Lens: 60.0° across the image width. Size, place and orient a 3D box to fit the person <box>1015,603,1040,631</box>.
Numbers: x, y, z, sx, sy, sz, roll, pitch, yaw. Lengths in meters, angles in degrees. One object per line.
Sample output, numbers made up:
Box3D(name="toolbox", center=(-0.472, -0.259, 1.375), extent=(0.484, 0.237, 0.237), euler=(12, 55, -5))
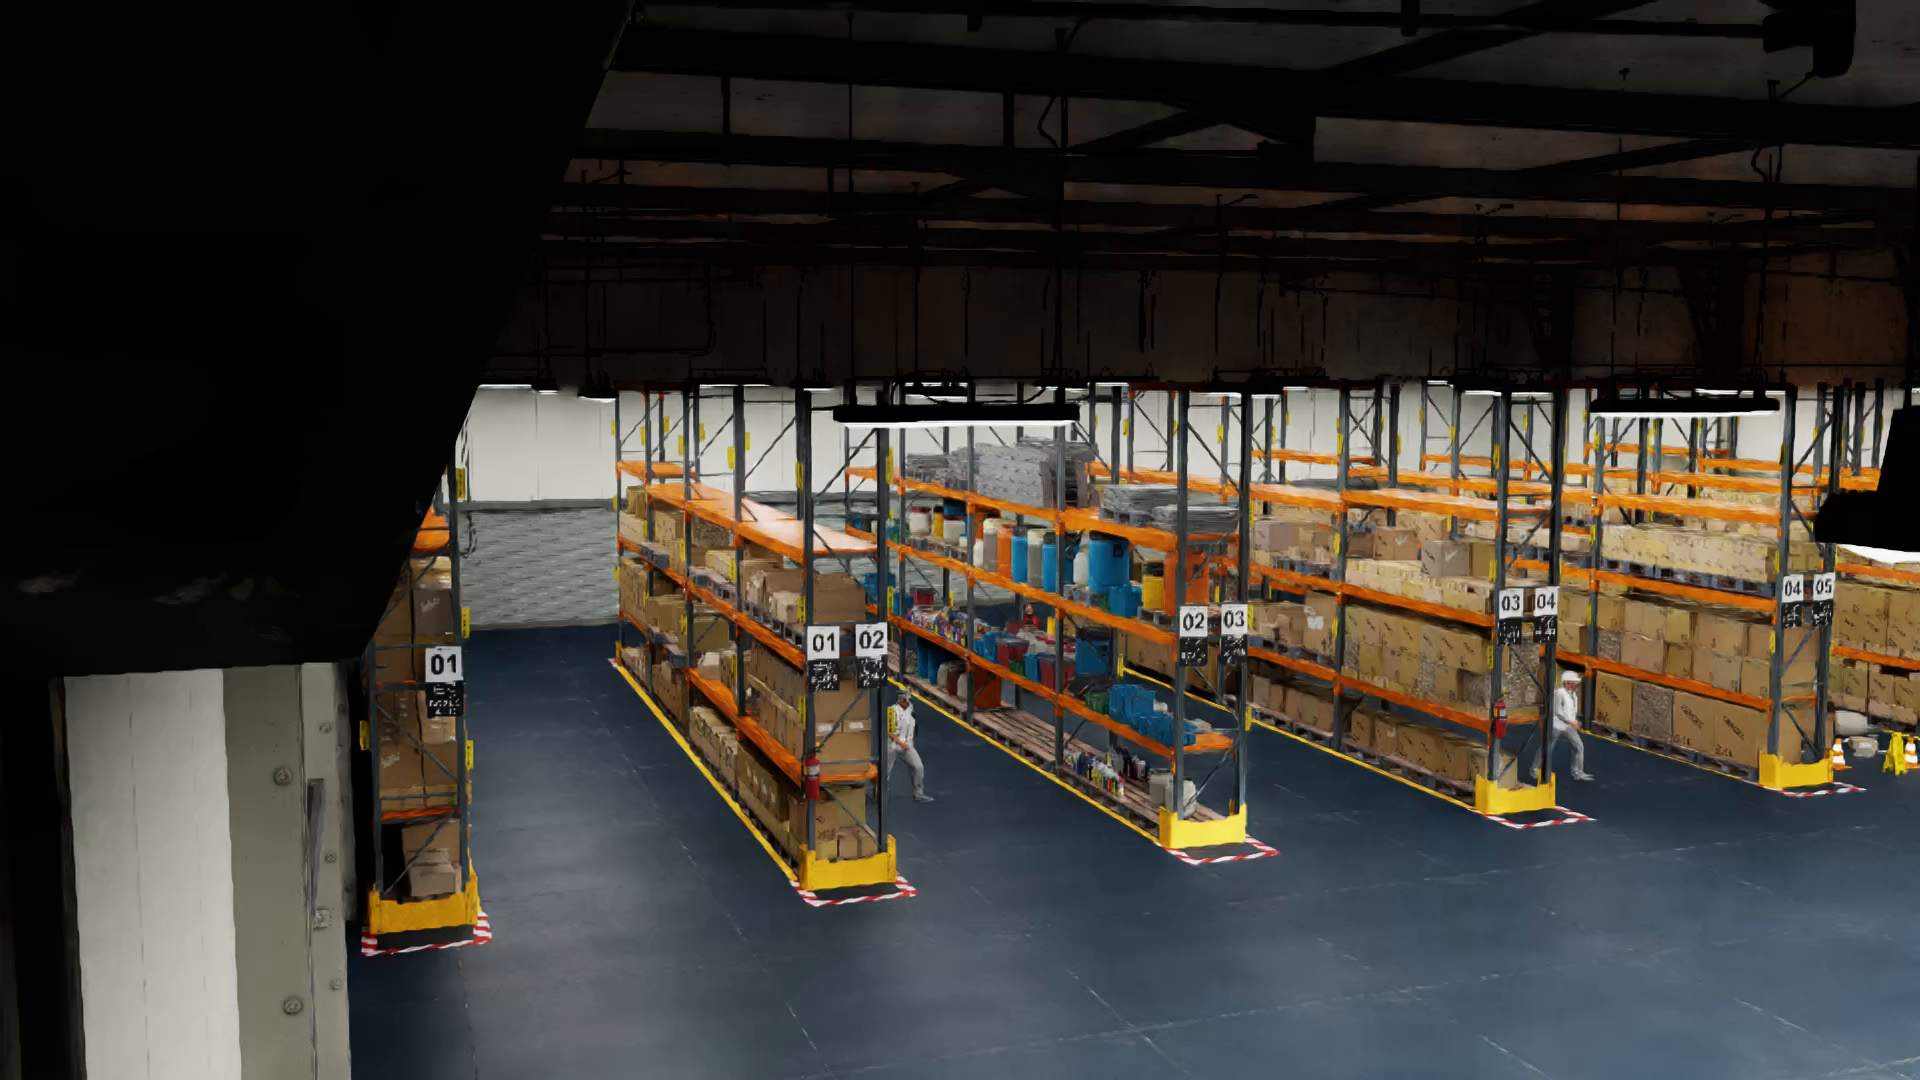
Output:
Box3D(name="person", center=(1.326, 2.043, 32.695), extent=(0.540, 1.643, 1.130), euler=(-2, 6, -21))

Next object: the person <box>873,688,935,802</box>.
Box3D(name="person", center=(-0.867, 2.944, 24.028), extent=(0.707, 1.697, 0.827), euler=(-5, 8, -38))

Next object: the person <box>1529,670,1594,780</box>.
Box3D(name="person", center=(9.140, 2.801, 25.295), extent=(0.687, 1.710, 0.832), euler=(-5, 8, -37))
